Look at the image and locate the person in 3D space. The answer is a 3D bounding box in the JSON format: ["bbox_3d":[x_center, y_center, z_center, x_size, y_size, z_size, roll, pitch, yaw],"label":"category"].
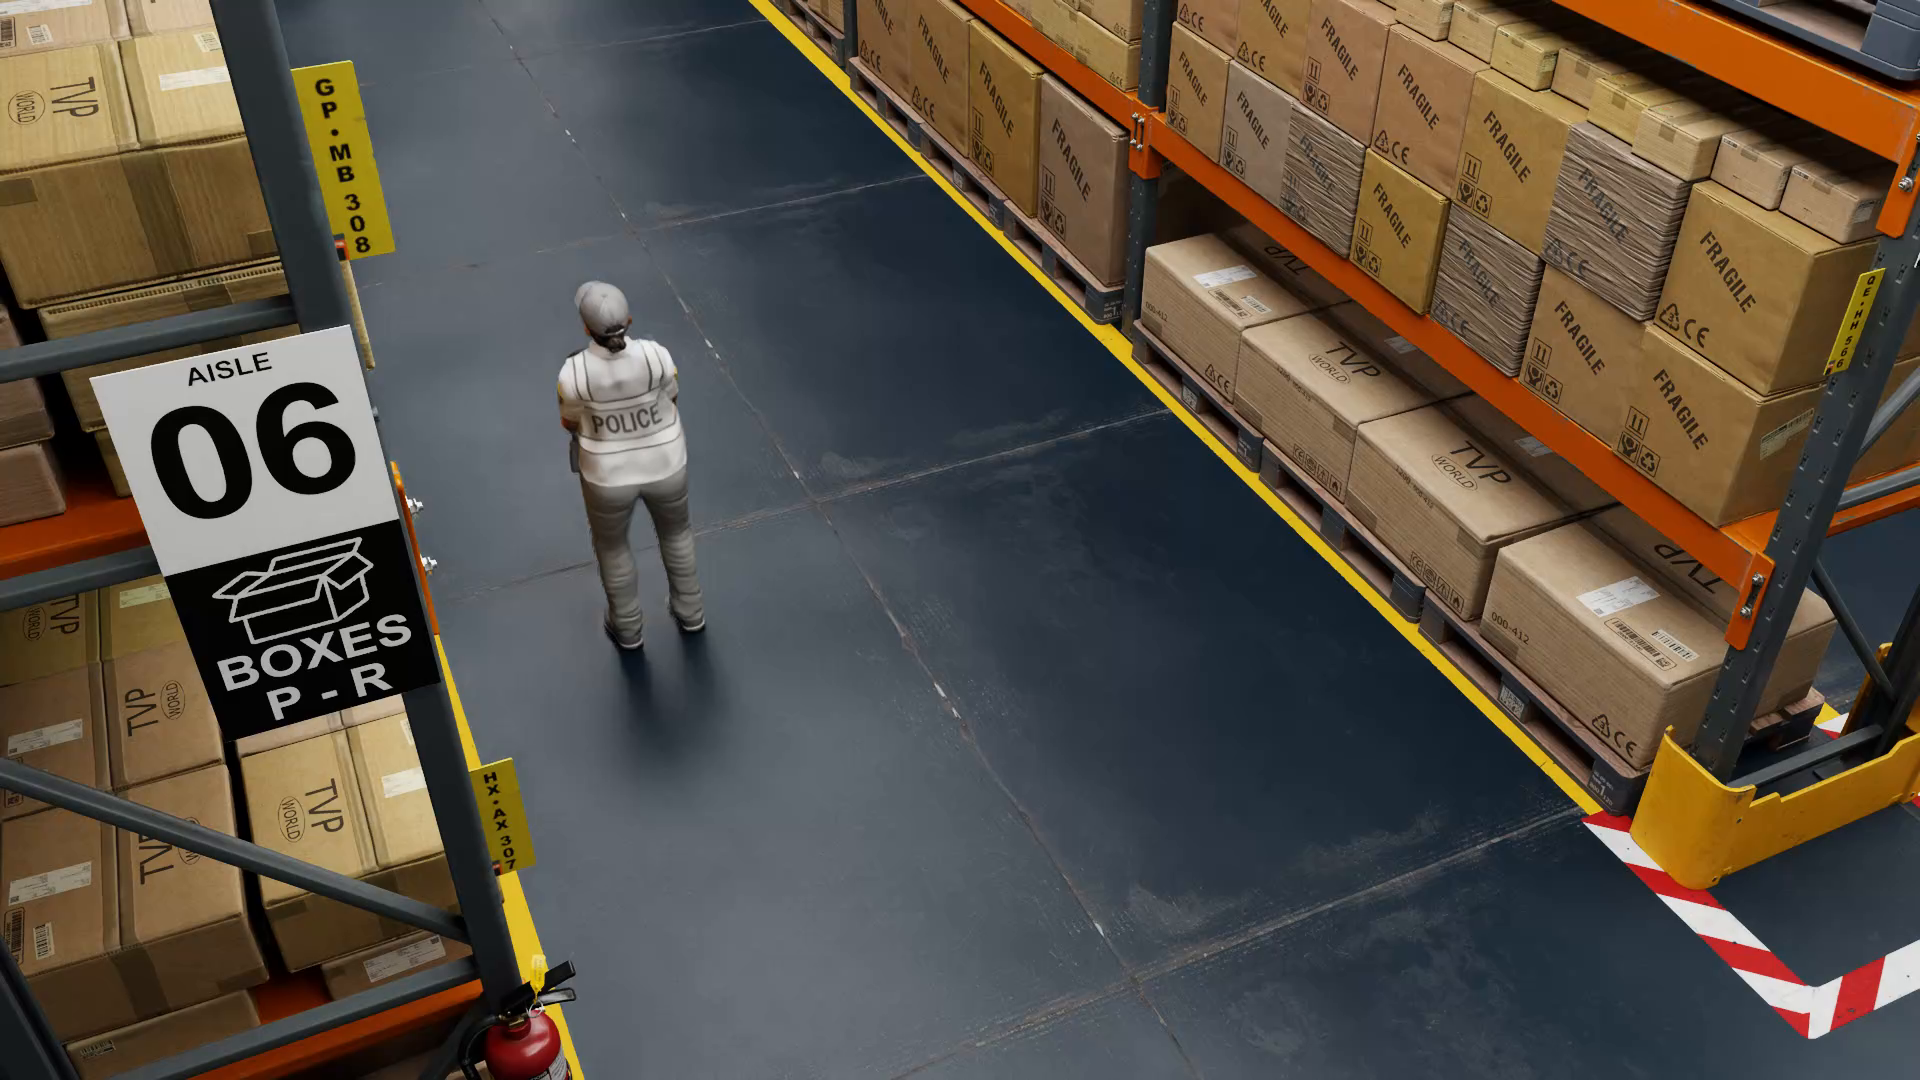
[{"bbox_3d":[-1.316,-0.323,6.570,0.457,1.662,0.532,-13,39,-16],"label":"person"}]
